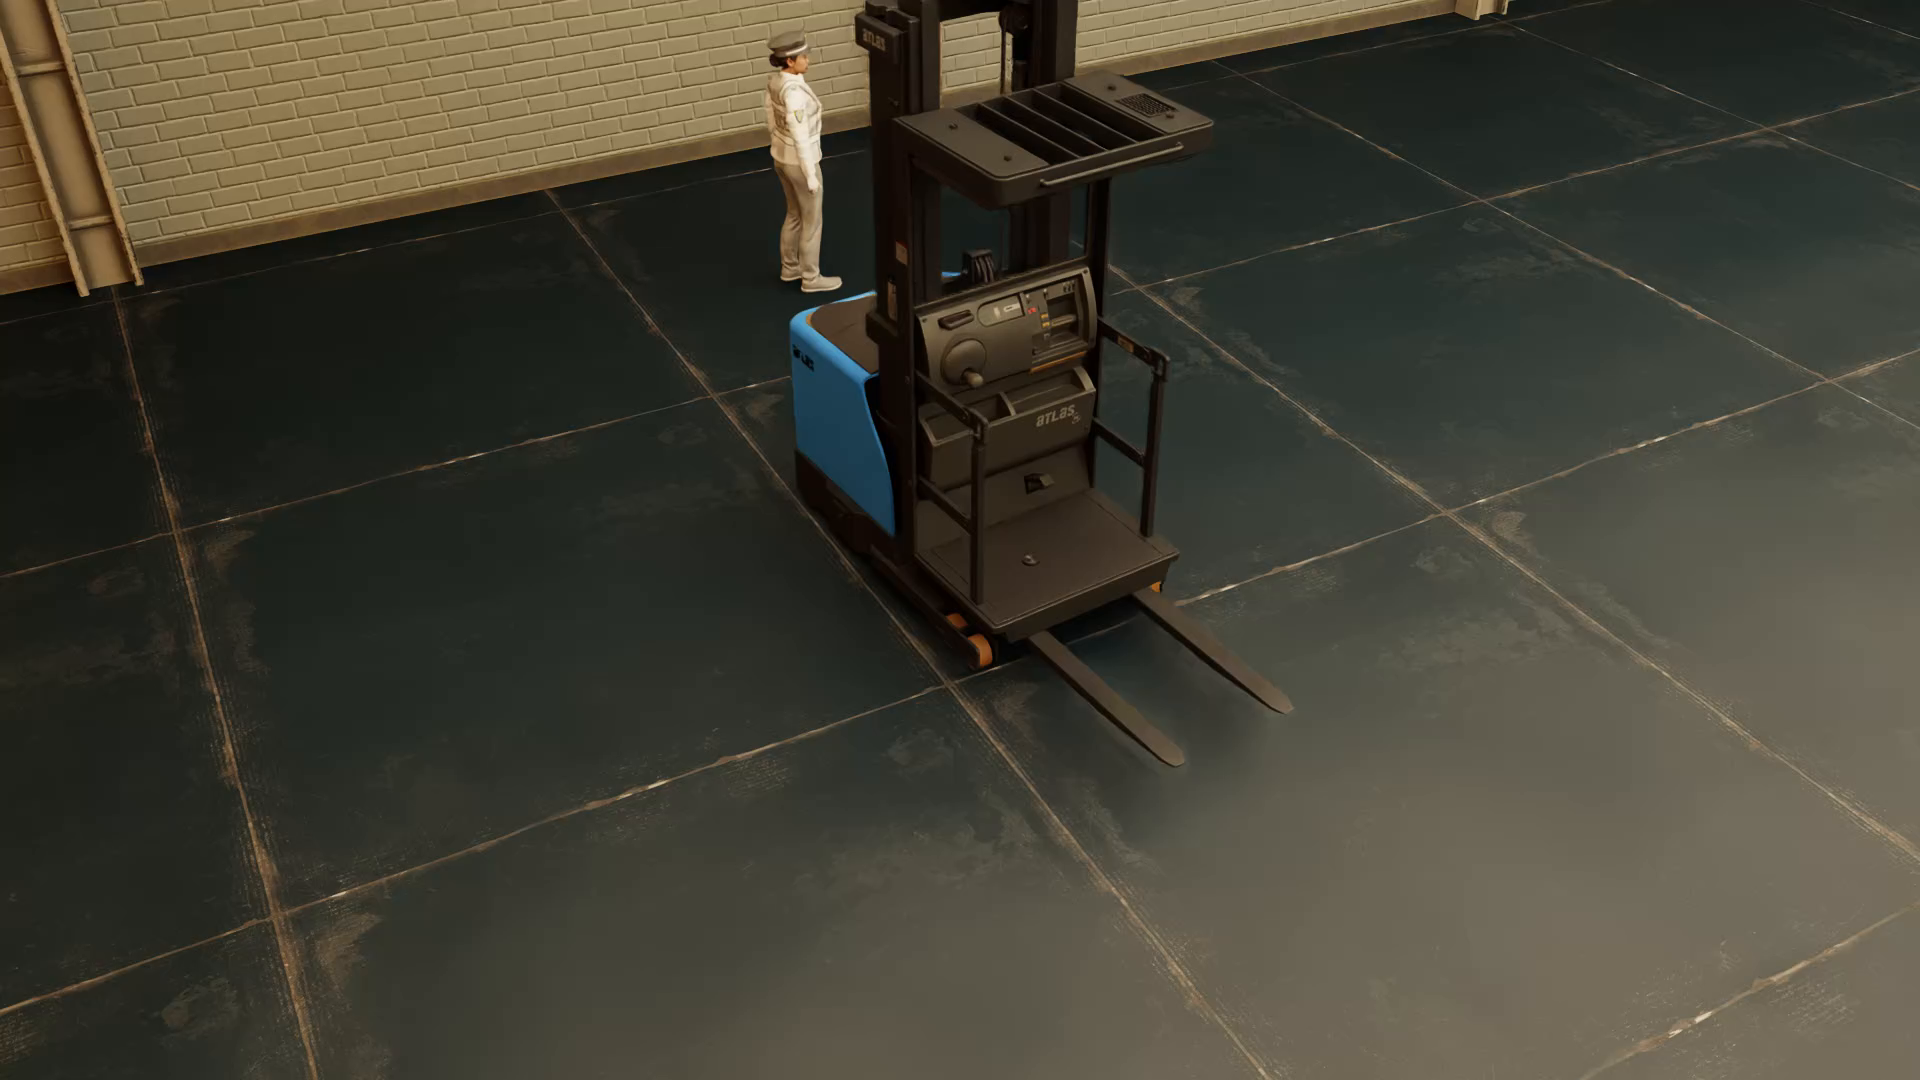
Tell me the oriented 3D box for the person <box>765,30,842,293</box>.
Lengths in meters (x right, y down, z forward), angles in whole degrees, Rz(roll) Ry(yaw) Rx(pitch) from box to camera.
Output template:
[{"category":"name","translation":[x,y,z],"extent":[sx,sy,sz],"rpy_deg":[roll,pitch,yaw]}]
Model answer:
[{"category":"person","translation":[-1.013,-2.412,10.622],"extent":[0.360,1.683,0.548],"rpy_deg":[-17,39,-23]}]

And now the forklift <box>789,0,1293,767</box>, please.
[{"category":"forklift","translation":[0.344,-0.904,7.402],"extent":[1.130,2.935,3.031],"rpy_deg":[-21,40,-27]}]
